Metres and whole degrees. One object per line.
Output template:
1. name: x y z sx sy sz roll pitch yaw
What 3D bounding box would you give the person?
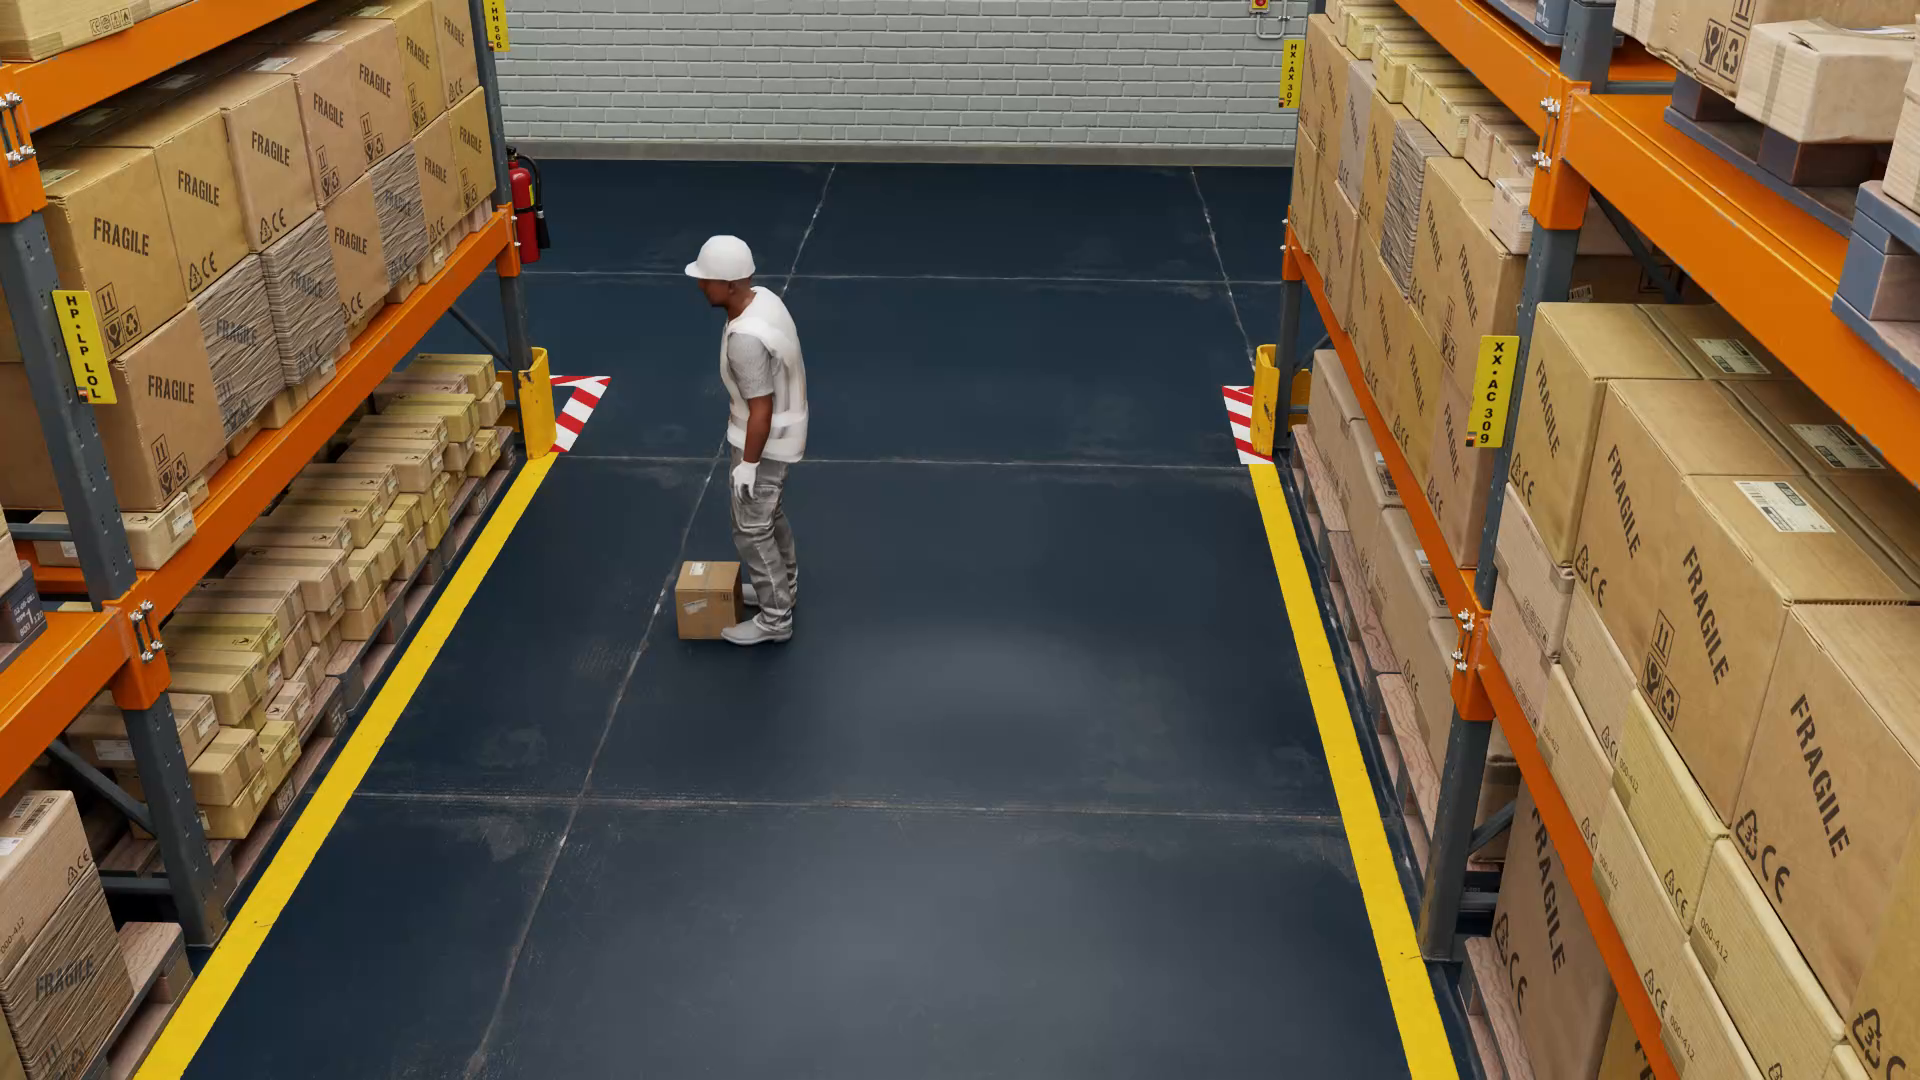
1. person: -0.852 -0.408 6.887 0.450 1.771 0.623 -1 28 -1
